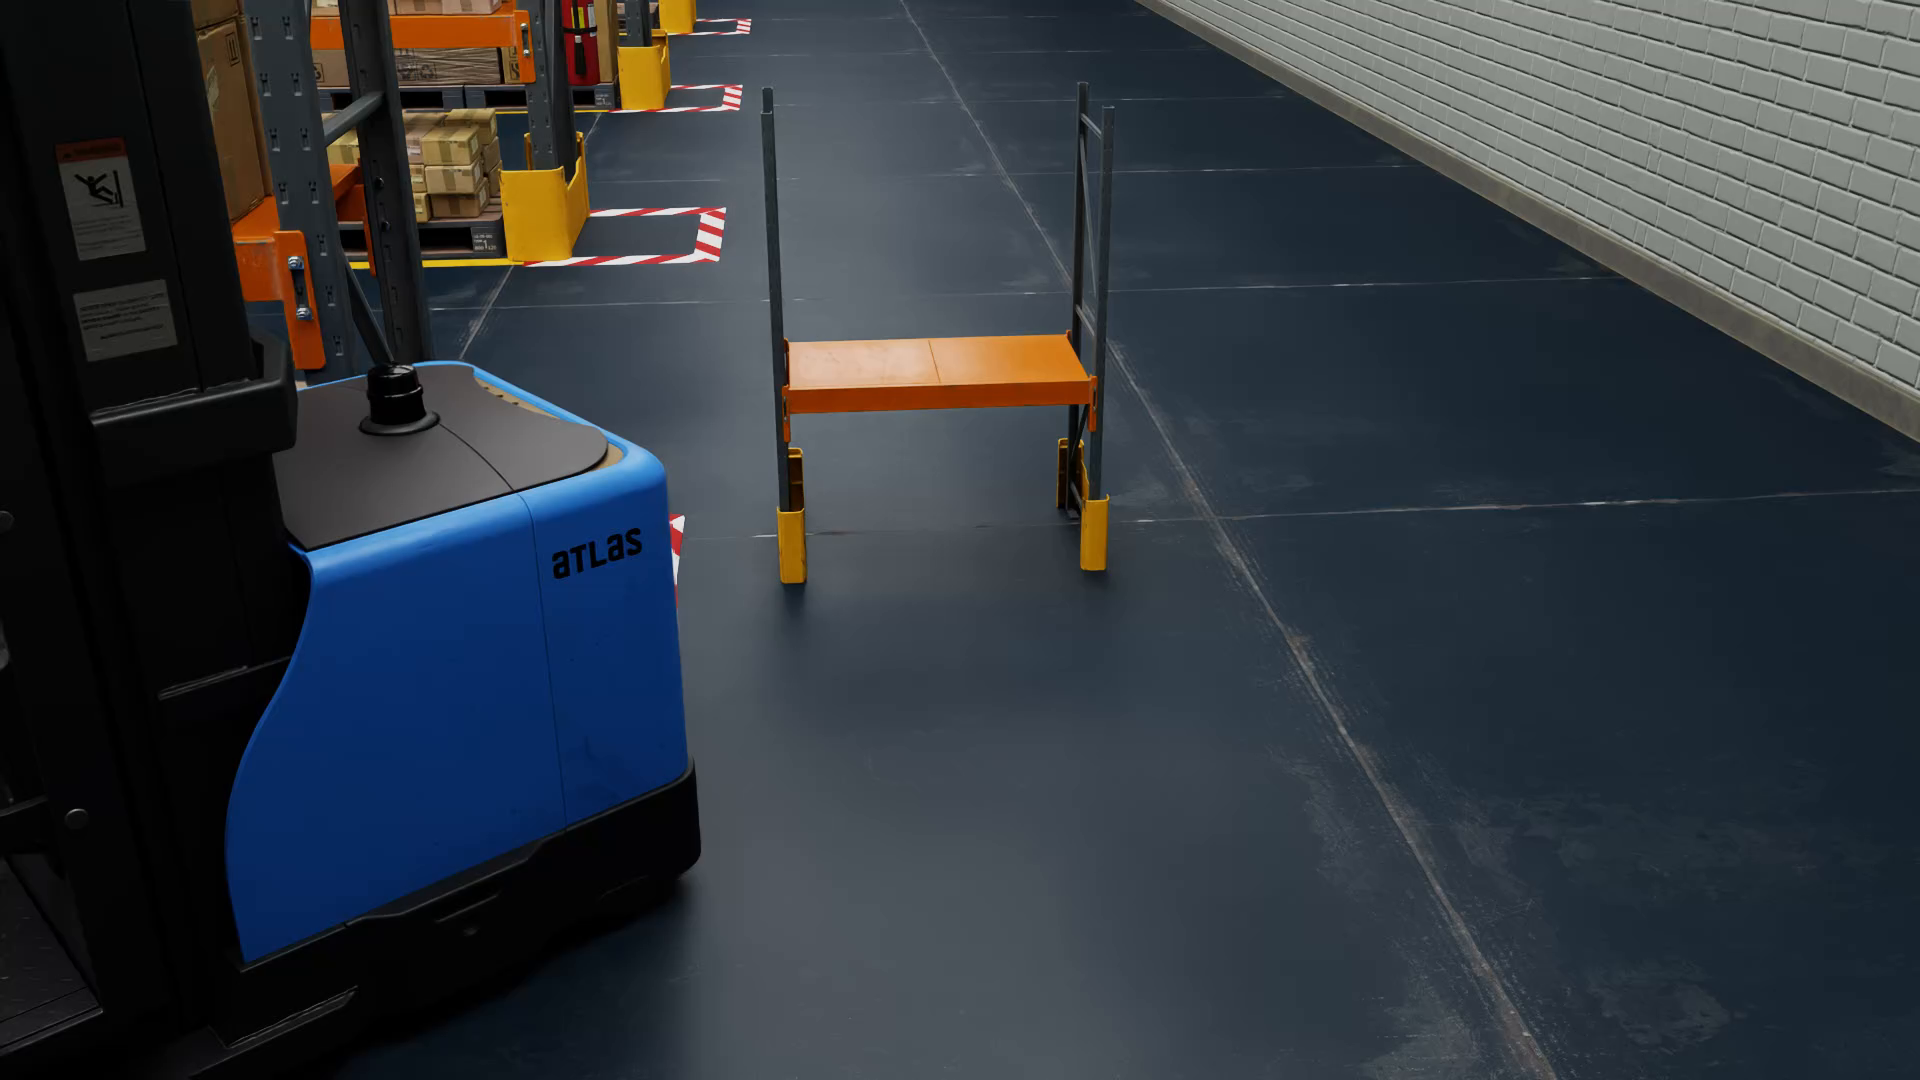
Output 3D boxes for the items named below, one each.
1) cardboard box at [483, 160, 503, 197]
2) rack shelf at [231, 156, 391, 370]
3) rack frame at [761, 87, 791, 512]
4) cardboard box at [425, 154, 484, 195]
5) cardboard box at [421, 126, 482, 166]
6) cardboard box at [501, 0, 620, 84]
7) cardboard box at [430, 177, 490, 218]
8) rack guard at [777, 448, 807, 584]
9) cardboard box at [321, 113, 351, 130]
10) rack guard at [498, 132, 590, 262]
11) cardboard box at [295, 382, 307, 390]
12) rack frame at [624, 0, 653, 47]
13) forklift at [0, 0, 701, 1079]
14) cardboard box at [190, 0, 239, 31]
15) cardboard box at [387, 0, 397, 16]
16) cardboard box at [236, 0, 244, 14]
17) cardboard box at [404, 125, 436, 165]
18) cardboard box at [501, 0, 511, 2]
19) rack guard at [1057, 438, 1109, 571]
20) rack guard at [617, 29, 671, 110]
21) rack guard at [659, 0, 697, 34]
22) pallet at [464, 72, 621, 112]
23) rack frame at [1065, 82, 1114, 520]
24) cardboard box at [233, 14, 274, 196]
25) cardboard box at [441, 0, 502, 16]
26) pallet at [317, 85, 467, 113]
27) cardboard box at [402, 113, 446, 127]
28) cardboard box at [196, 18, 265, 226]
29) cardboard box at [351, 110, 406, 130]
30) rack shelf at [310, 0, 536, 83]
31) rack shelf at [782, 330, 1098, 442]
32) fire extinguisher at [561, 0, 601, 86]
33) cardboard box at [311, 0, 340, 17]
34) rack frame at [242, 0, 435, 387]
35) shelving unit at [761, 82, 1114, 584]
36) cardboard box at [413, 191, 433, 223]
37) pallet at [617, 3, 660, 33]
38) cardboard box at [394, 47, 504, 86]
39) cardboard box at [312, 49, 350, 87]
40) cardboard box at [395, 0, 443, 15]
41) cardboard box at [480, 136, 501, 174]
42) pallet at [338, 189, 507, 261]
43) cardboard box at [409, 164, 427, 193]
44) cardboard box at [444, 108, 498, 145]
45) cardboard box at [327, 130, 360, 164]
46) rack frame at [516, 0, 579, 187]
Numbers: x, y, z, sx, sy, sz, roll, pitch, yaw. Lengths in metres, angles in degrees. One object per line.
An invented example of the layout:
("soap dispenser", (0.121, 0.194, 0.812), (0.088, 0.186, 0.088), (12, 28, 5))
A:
("cardboard box", (-2.877, -2.154, 9.895), (0.250, 0.149, 0.380), (-2, 24, -4))
("rack shelf", (-3.727, -0.751, 4.632), (4.000, 0.370, 1.077), (-2, 24, -5))
("rack frame", (-0.591, -0.662, 5.392), (0.032, 1.500, 0.500), (-2, 24, -5))
("cardboard box", (-2.821, -2.045, 9.284), (0.250, 0.149, 0.380), (-3, 24, -7))
("cardboard box", (-2.826, -2.194, 9.252), (0.250, 0.149, 0.380), (-2, 24, -5))
("cardboard box", (-3.340, -4.328, 13.893), (0.875, 0.875, 0.875), (-2, 24, -5))
("cardboard box", (-2.827, -1.940, 9.414), (0.250, 0.149, 0.380), (-2, 24, -4))
("rack guard", (-0.571, -0.091, 5.648), (0.087, 0.250, 0.587), (-2, 24, -5))
("cardboard box", (-3.643, -2.372, 9.655), (0.250, 0.149, 0.380), (-3, 24, -8))
("rack guard", (-2.399, -2.011, 9.658), (0.348, 0.500, 1.175), (-2, 24, -5))
("cardboard box", (-2.384, -0.114, 4.950), (0.875, 0.438, 0.875), (-3, 24, -7))
("rack frame", (-2.711, -5.165, 13.677), (0.127, 3.000, 1.000), (-2, 24, -5))
("forklift", (-2.040, -0.277, 2.765), (3.031, 2.935, 1.130), (-20, 31, -38))
("cardboard box", (-2.193, -1.546, 4.182), (0.500, 0.500, 0.500), (-2, 24, -3))
("cardboard box", (-3.120, -2.903, 8.898), (0.250, 0.149, 0.380), (-3, 24, -6))
("cardboard box", (-2.242, -1.758, 4.658), (0.500, 0.500, 0.500), (-3, 24, -6))
("cardboard box", (-3.081, -2.207, 9.282), (0.250, 0.149, 0.380), (-2, 24, -4))
("cardboard box", (-2.678, -3.161, 9.478), (0.250, 0.149, 0.380), (-2, 24, -6))
("rack guard", (0.420, -0.131, 5.737), (0.087, 0.250, 0.587), (-2, 24, -5))
("rack guard", (-2.687, -4.024, 14.187), (0.348, 0.500, 1.175), (-2, 24, -5))
("rack guard", (-3.175, -6.031, 18.703), (0.348, 0.500, 1.175), (-2, 24, -5))
("pallet", (-3.499, -3.827, 14.101), (1.213, 0.211, 1.003), (-2, 24, -5))
("rack frame", (0.421, -0.702, 5.483), (0.032, 1.500, 0.500), (-2, 24, -5))
("cardboard box", (-2.243, -1.302, 4.863), (0.500, 0.500, 0.500), (-2, 24, -6))
("cardboard box", (-2.621, -2.914, 8.922), (0.250, 0.149, 0.380), (-2, 24, -5))
("pallet", (-4.710, -3.780, 13.994), (1.213, 0.211, 1.003), (-2, 24, -5))
("cardboard box", (-3.141, -2.374, 9.658), (0.250, 0.149, 0.380), (-2, 24, -4))
("cardboard box", (-2.191, -1.079, 4.361), (0.500, 0.500, 0.500), (-2, 24, -5))
("cardboard box", (-3.404, -2.416, 9.752), (0.250, 0.149, 0.380), (-2, 24, -5))
("rack shelf", (-4.314, -2.748, 9.124), (4.000, 0.370, 1.077), (-2, 24, -5))
("rack shelf", (-0.085, -0.518, 5.511), (1.000, 0.185, 0.538), (-2, 24, -5))
("fire extinguisher", (-2.028, -2.774, 8.852), (0.183, 0.674, 0.296), (-2, 24, -5))
("cardboard box", (-3.371, -2.884, 8.854), (0.250, 0.149, 0.380), (-2, 24, -4))
("rack frame", (-1.737, -1.159, 4.665), (0.127, 3.000, 1.000), (-2, 24, -5))
("shelving unit", (-0.076, -0.682, 5.439), (1.083, 1.500, 0.587), (-2, 24, -5))
("cardboard box", (-3.073, -1.889, 9.299), (0.250, 0.149, 0.380), (-2, 24, -4))
("pallet", (-4.022, -5.875, 18.709), (1.213, 0.211, 1.003), (-2, 24, -5))
("cardboard box", (-4.245, -4.292, 13.811), (0.875, 0.875, 0.875), (-2, 24, -5))
("cardboard box", (-5.131, -4.256, 13.731), (0.875, 0.875, 0.875), (-2, 24, -5))
("cardboard box", (-2.872, -2.919, 8.934), (0.250, 0.149, 0.380), (-2, 24, -5))
("cardboard box", (-2.870, -2.264, 9.777), (0.250, 0.149, 0.380), (-1, 24, -3))
("pallet", (-3.211, -1.861, 9.676), (1.213, 0.211, 1.003), (-2, 24, -5))
("cardboard box", (-3.086, -2.056, 9.309), (0.250, 0.149, 0.380), (-3, 24, -6))
("cardboard box", (-2.879, -2.434, 9.792), (0.250, 0.149, 0.380), (-3, 24, -8))
("cardboard box", (-3.327, -2.145, 9.143), (0.250, 0.149, 0.380), (-3, 24, -6))
("rack frame", (-2.324, -3.156, 9.158), (0.127, 3.000, 1.000), (-2, 24, -5))
